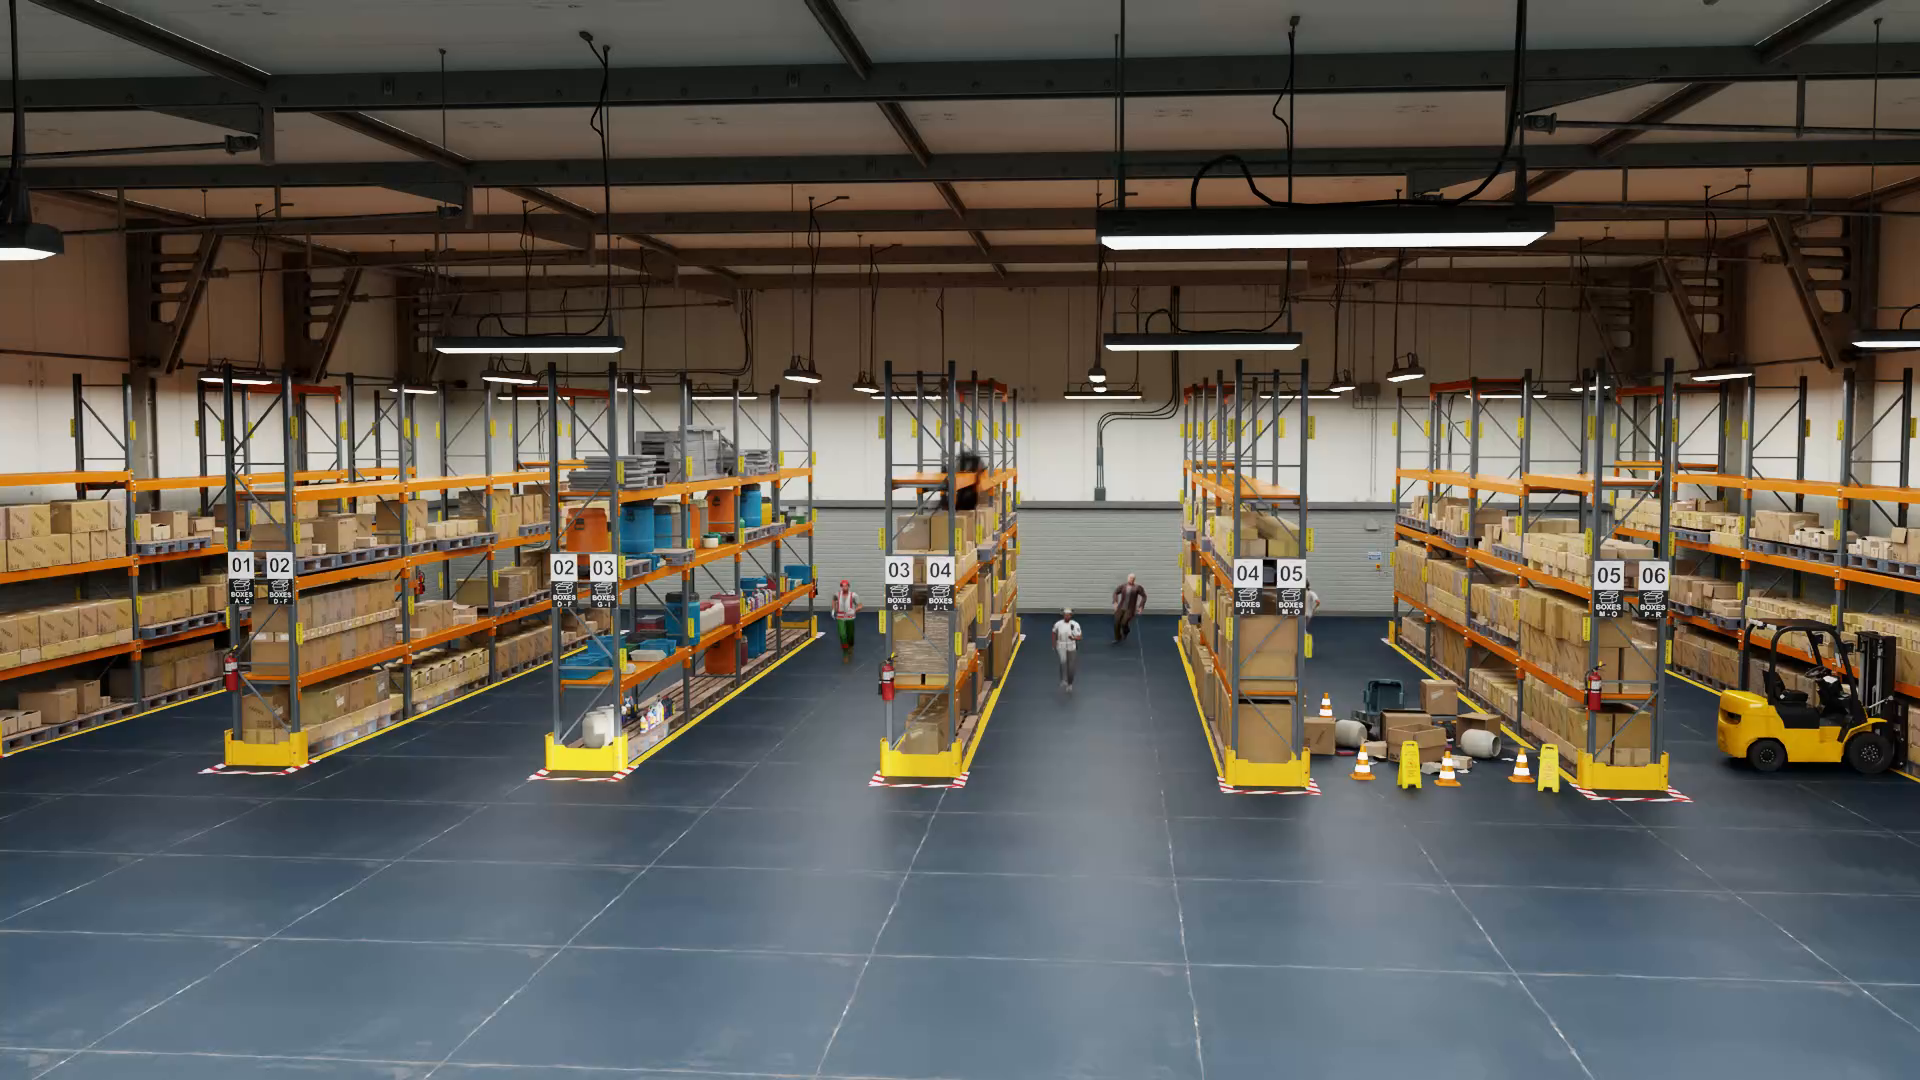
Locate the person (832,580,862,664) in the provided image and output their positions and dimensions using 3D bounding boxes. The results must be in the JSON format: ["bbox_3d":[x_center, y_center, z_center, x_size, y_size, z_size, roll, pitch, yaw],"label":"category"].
[{"bbox_3d":[-2.467,1.735,36.128,0.685,1.775,1.041,0,4,5],"label":"person"}]

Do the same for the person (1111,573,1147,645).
[{"bbox_3d":[3.929,1.622,38.860,0.793,1.681,0.574,2,4,25],"label":"person"}]

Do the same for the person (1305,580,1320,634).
[{"bbox_3d":[7.826,1.686,37.620,0.597,1.566,0.610,-1,4,-12],"label":"person"}]

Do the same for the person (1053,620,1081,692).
[{"bbox_3d":[1.994,2.188,31.186,0.505,1.416,0.926,0,4,1],"label":"person"}]
